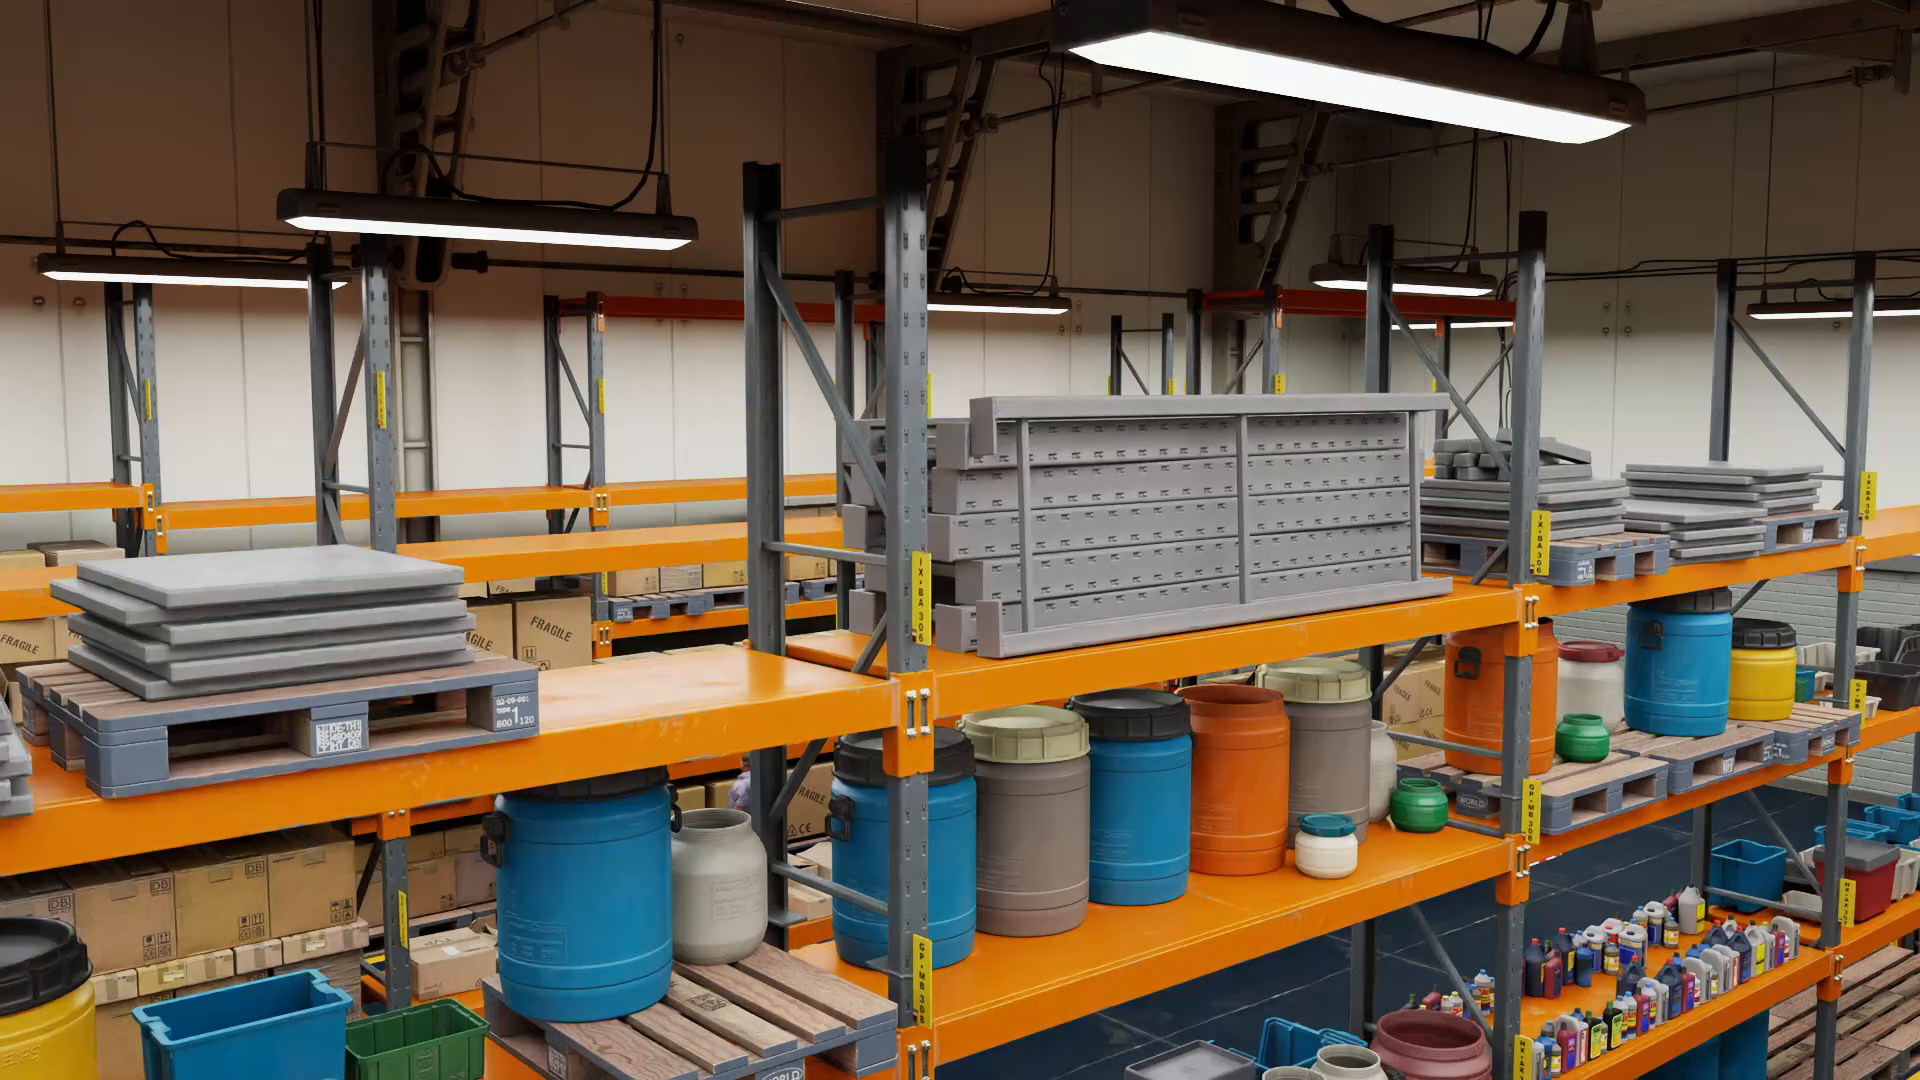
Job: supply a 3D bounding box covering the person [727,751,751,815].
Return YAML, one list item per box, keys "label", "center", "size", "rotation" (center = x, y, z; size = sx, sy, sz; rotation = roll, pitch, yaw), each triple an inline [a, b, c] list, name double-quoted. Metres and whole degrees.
- label: "person"
  center: [-2.046, 2.827, 15.910]
  size: [0.391, 1.653, 0.520]
  rotation: [4, 7, 35]
